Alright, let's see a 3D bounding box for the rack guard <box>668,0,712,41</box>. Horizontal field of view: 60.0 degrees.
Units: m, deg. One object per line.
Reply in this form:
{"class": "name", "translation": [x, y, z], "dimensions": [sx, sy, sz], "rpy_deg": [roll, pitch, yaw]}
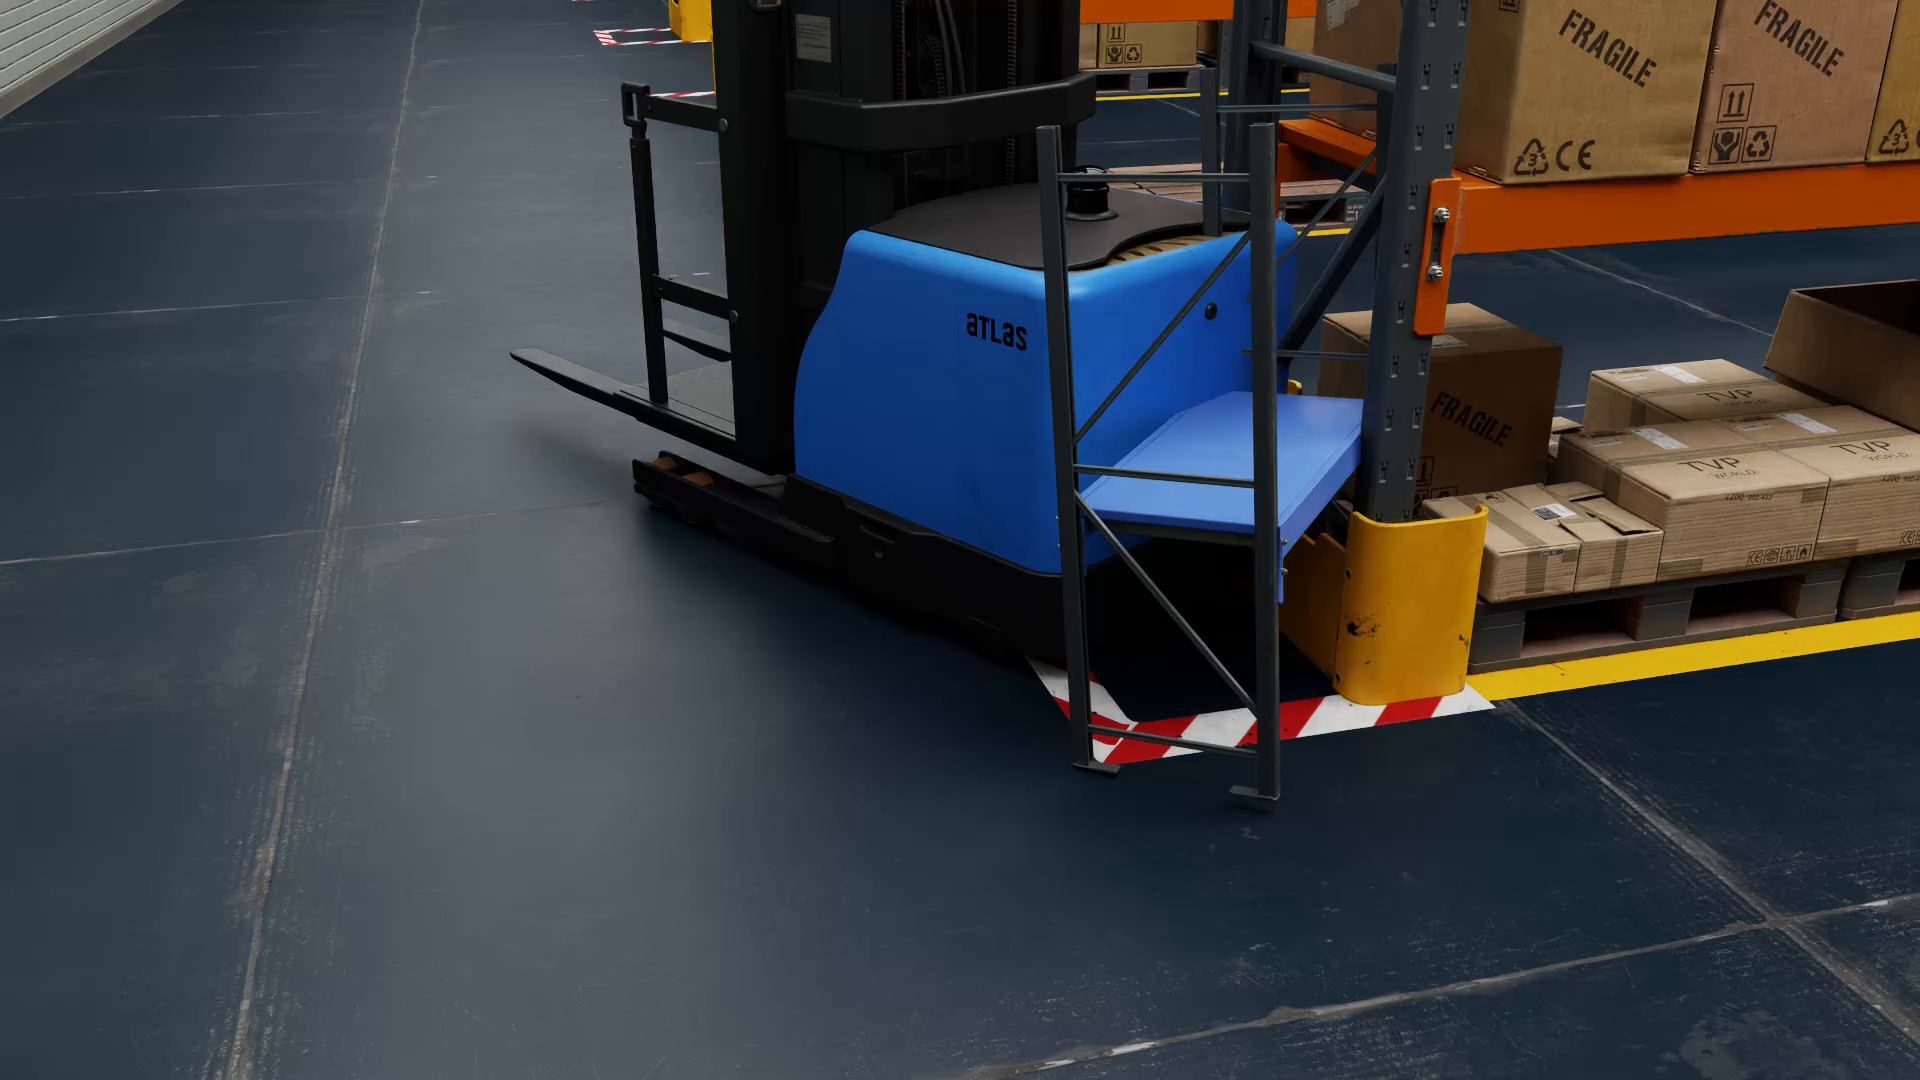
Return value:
{"class": "rack guard", "translation": [-2.898, -5.694, 17.886], "dimensions": [0.348, 0.500, 1.175], "rpy_deg": [-6, 24, -14]}

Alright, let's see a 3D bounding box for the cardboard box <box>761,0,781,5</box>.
{"class": "cardboard box", "translation": [-1.134, -4.256, 13.526], "dimensions": [0.875, 0.875, 0.875], "rpy_deg": [-6, 24, -14]}

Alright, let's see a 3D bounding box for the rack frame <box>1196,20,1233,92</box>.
{"class": "rack frame", "translation": [2.122, -5.367, 13.953], "dimensions": [0.127, 3.000, 1.000], "rpy_deg": [-6, 24, -14]}

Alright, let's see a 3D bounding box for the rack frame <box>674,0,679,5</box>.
{"class": "rack frame", "translation": [-2.972, -6.834, 17.374], "dimensions": [0.127, 3.000, 1.000], "rpy_deg": [-6, 24, -14]}

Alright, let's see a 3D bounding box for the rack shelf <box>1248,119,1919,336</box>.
{"class": "rack shelf", "translation": [2.869, -1.062, 4.832], "dimensions": [4.000, 0.370, 1.077], "rpy_deg": [-6, 24, -14]}

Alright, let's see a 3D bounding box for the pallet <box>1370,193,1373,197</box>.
{"class": "pallet", "translation": [2.763, -2.112, 9.904], "dimensions": [1.213, 0.211, 1.003], "rpy_deg": [-6, 24, -14]}

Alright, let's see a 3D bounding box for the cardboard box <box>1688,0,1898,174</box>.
{"class": "cardboard box", "translation": [1.937, -1.229, 4.184], "dimensions": [0.500, 0.500, 0.500], "rpy_deg": [-7, 24, -15]}

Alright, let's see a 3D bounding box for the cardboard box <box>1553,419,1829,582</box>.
{"class": "cardboard box", "translation": [2.025, -0.121, 4.657], "dimensions": [0.500, 0.250, 0.500], "rpy_deg": [-6, 24, -14]}

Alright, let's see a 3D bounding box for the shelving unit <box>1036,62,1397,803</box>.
{"class": "shelving unit", "translation": [0.672, -0.314, 4.027], "dimensions": [0.538, 1.500, 1.048], "rpy_deg": [6, 24, 27]}

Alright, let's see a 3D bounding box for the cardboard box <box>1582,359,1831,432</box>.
{"class": "cardboard box", "translation": [2.323, -0.359, 5.212], "dimensions": [0.500, 0.250, 0.500], "rpy_deg": [-6, 24, -14]}

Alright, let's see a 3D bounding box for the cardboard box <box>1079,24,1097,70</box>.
{"class": "cardboard box", "translation": [0.599, -4.447, 13.973], "dimensions": [0.875, 0.875, 0.875], "rpy_deg": [-6, 24, -14]}

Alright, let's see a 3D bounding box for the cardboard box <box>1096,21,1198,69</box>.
{"class": "cardboard box", "translation": [1.465, -4.543, 14.196], "dimensions": [0.875, 0.875, 0.875], "rpy_deg": [-6, 24, -14]}

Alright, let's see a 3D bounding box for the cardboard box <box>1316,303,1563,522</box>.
{"class": "cardboard box", "translation": [1.400, -0.384, 4.953], "dimensions": [0.500, 0.500, 0.500], "rpy_deg": [-6, 24, -14]}

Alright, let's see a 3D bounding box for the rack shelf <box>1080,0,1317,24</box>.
{"class": "rack shelf", "translation": [1.534, -2.943, 9.216], "dimensions": [4.000, 0.370, 1.077], "rpy_deg": [-6, 24, -14]}

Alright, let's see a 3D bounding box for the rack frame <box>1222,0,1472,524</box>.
{"class": "rack frame", "translation": [0.943, -1.179, 4.194], "dimensions": [0.127, 3.000, 1.000], "rpy_deg": [-6, 24, -14]}

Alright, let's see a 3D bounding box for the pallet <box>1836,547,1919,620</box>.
{"class": "pallet", "translation": [2.956, -0.119, 5.261], "dimensions": [1.213, 0.211, 1.003], "rpy_deg": [-6, 24, -14]}

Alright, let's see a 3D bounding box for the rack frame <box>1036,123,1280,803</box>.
{"class": "rack frame", "translation": [0.442, -0.135, 3.610], "dimensions": [0.500, 1.500, 0.032], "rpy_deg": [6, 24, 27]}

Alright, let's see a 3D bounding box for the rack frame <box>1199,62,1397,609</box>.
{"class": "rack frame", "translation": [0.901, -0.493, 4.443], "dimensions": [0.500, 1.500, 0.032], "rpy_deg": [6, 24, 27]}

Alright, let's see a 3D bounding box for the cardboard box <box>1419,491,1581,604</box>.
{"class": "cardboard box", "translation": [1.439, 0.015, 4.469], "dimensions": [0.250, 0.149, 0.380], "rpy_deg": [-6, 24, -14]}

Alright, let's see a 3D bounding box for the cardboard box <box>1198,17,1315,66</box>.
{"class": "cardboard box", "translation": [2.733, -4.659, 14.466], "dimensions": [0.875, 0.875, 1.225], "rpy_deg": [-6, 24, -14]}

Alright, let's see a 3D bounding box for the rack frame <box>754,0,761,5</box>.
{"class": "rack frame", "translation": [-1.729, -4.941, 12.960], "dimensions": [0.127, 3.000, 1.000], "rpy_deg": [-6, 24, -14]}

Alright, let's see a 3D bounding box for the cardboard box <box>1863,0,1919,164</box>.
{"class": "cardboard box", "translation": [2.421, -1.282, 4.306], "dimensions": [0.500, 0.500, 0.500], "rpy_deg": [-6, 24, -15]}

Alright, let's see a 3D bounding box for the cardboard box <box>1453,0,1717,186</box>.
{"class": "cardboard box", "translation": [1.442, -1.172, 4.051], "dimensions": [0.500, 0.500, 0.500], "rpy_deg": [-6, 24, -13]}

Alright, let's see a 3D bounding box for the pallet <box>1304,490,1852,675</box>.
{"class": "pallet", "translation": [1.784, 0.009, 4.961], "dimensions": [1.213, 0.211, 1.003], "rpy_deg": [-6, 24, -14]}

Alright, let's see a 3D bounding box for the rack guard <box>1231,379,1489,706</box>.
{"class": "rack guard", "translation": [1.016, -0.038, 4.706], "dimensions": [0.348, 0.500, 1.175], "rpy_deg": [-6, 24, -14]}

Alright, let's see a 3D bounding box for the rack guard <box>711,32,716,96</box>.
{"class": "rack guard", "translation": [-1.752, -3.789, 13.447], "dimensions": [0.348, 0.500, 1.175], "rpy_deg": [-6, 24, -14]}

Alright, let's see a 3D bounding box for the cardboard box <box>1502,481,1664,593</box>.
{"class": "cardboard box", "translation": [1.680, -0.020, 4.528], "dimensions": [0.250, 0.166, 0.380], "rpy_deg": [-6, 24, -14]}

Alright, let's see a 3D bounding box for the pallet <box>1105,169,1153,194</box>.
{"class": "pallet", "translation": [0.413, -1.852, 9.298], "dimensions": [1.213, 0.211, 1.003], "rpy_deg": [-6, 24, -14]}

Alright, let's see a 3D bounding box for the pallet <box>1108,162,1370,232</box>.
{"class": "pallet", "translation": [1.586, -1.980, 9.597], "dimensions": [1.213, 0.211, 1.003], "rpy_deg": [-6, 24, -14]}

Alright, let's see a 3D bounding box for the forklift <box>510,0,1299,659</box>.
{"class": "forklift", "translation": [-0.433, -1.524, 5.084], "dimensions": [1.130, 2.935, 3.031], "rpy_deg": [-21, 31, -40]}

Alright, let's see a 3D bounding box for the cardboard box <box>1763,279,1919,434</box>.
{"class": "cardboard box", "translation": [2.987, -0.458, 5.121], "dimensions": [0.637, 0.503, 0.797], "rpy_deg": [-6, 24, -14]}

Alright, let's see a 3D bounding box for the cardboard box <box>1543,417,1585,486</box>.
{"class": "cardboard box", "translation": [1.815, -0.240, 5.040], "dimensions": [0.250, 0.166, 0.380], "rpy_deg": [-6, 24, -14]}

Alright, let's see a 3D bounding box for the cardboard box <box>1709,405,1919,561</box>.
{"class": "cardboard box", "translation": [2.506, -0.174, 4.782], "dimensions": [0.500, 0.250, 0.500], "rpy_deg": [-6, 24, -14]}

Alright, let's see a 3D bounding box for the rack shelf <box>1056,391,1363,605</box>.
{"class": "rack shelf", "translation": [0.685, -0.147, 4.091], "dimensions": [0.538, 0.185, 1.000], "rpy_deg": [6, 24, 27]}

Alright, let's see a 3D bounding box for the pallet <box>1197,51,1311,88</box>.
{"class": "pallet", "translation": [2.845, -4.196, 14.761], "dimensions": [1.213, 0.211, 1.003], "rpy_deg": [-6, 24, -14]}

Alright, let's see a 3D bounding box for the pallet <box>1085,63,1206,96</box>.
{"class": "pallet", "translation": [1.369, -4.034, 14.383], "dimensions": [1.213, 0.211, 1.003], "rpy_deg": [-6, 24, -14]}

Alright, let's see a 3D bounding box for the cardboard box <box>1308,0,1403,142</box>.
{"class": "cardboard box", "translation": [1.301, -1.376, 4.526], "dimensions": [0.500, 0.500, 0.500], "rpy_deg": [-6, 24, -13]}
